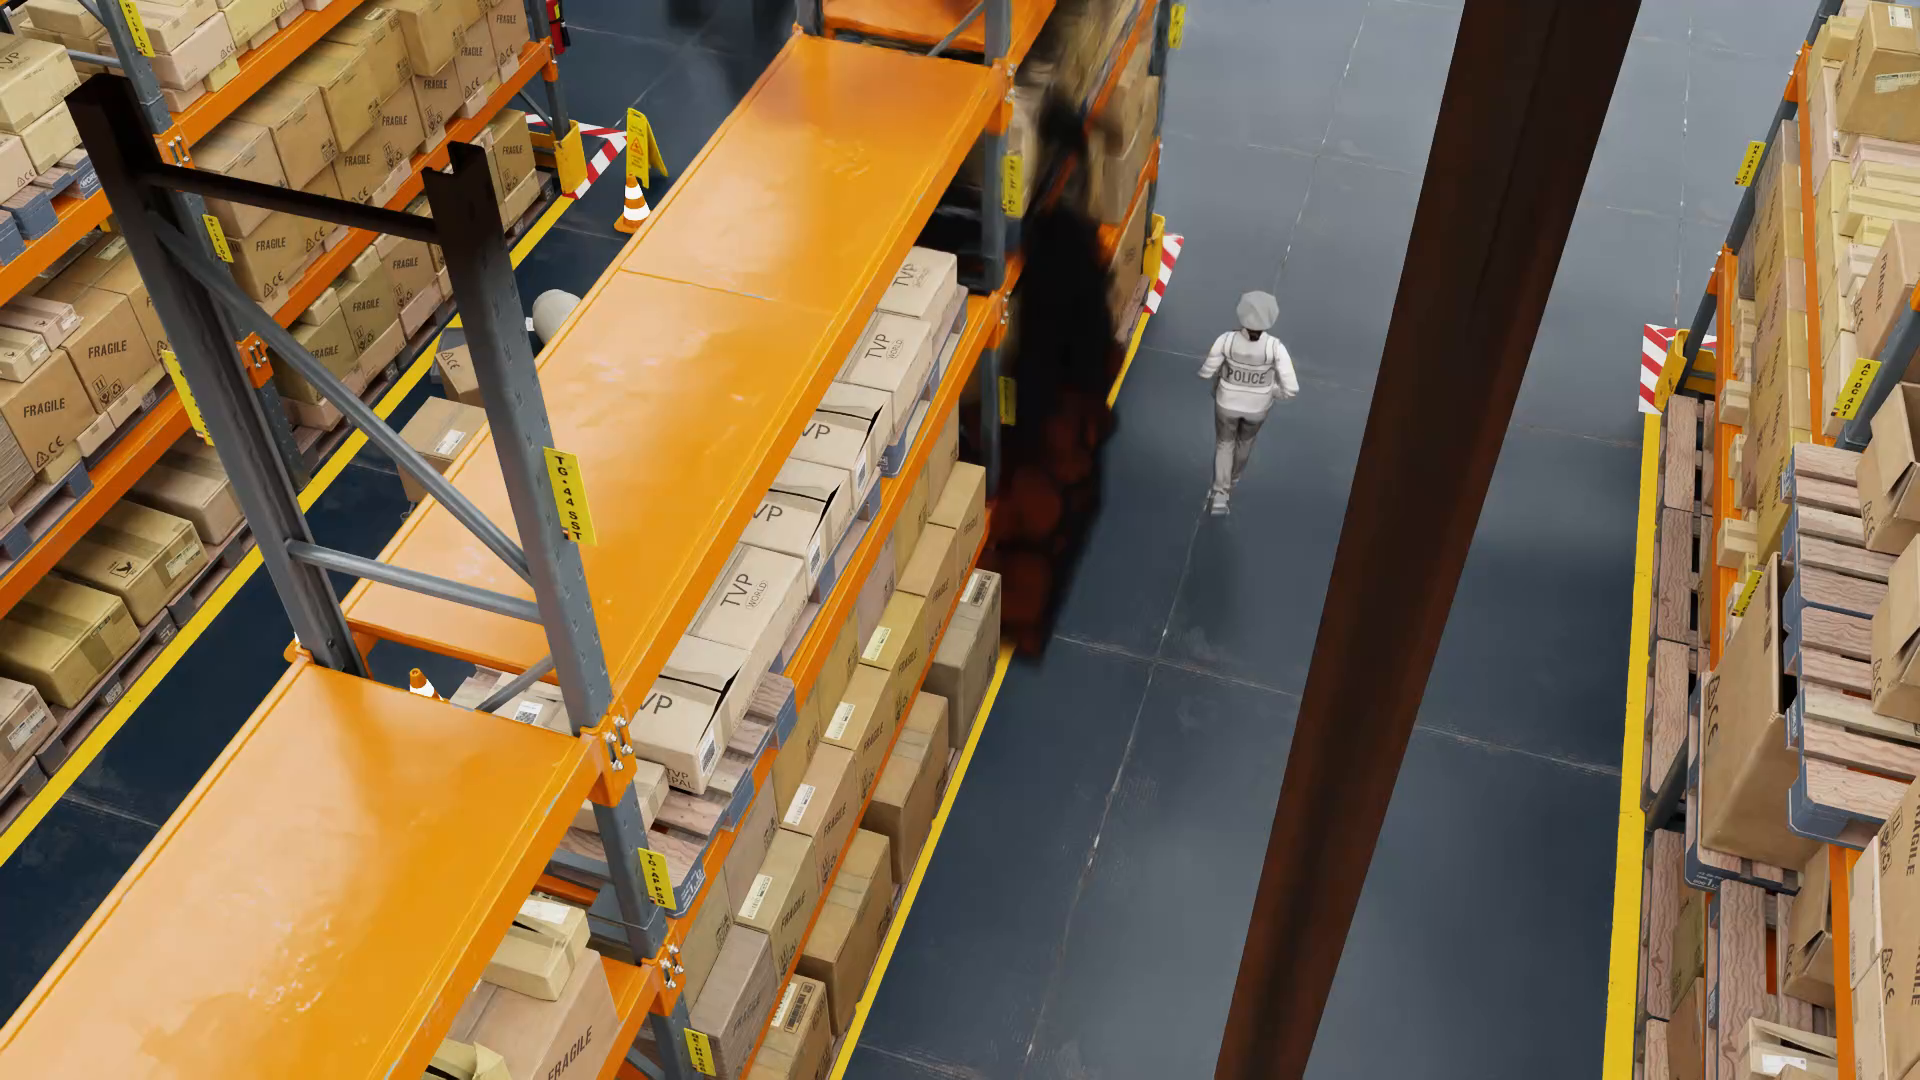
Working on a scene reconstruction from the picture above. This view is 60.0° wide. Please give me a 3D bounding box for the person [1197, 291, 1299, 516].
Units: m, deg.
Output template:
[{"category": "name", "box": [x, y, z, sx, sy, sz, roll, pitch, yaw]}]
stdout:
[{"category": "person", "box": [1.774, -0.848, 10.406, 0.618, 1.705, 0.717, 8, 46, 8]}]
